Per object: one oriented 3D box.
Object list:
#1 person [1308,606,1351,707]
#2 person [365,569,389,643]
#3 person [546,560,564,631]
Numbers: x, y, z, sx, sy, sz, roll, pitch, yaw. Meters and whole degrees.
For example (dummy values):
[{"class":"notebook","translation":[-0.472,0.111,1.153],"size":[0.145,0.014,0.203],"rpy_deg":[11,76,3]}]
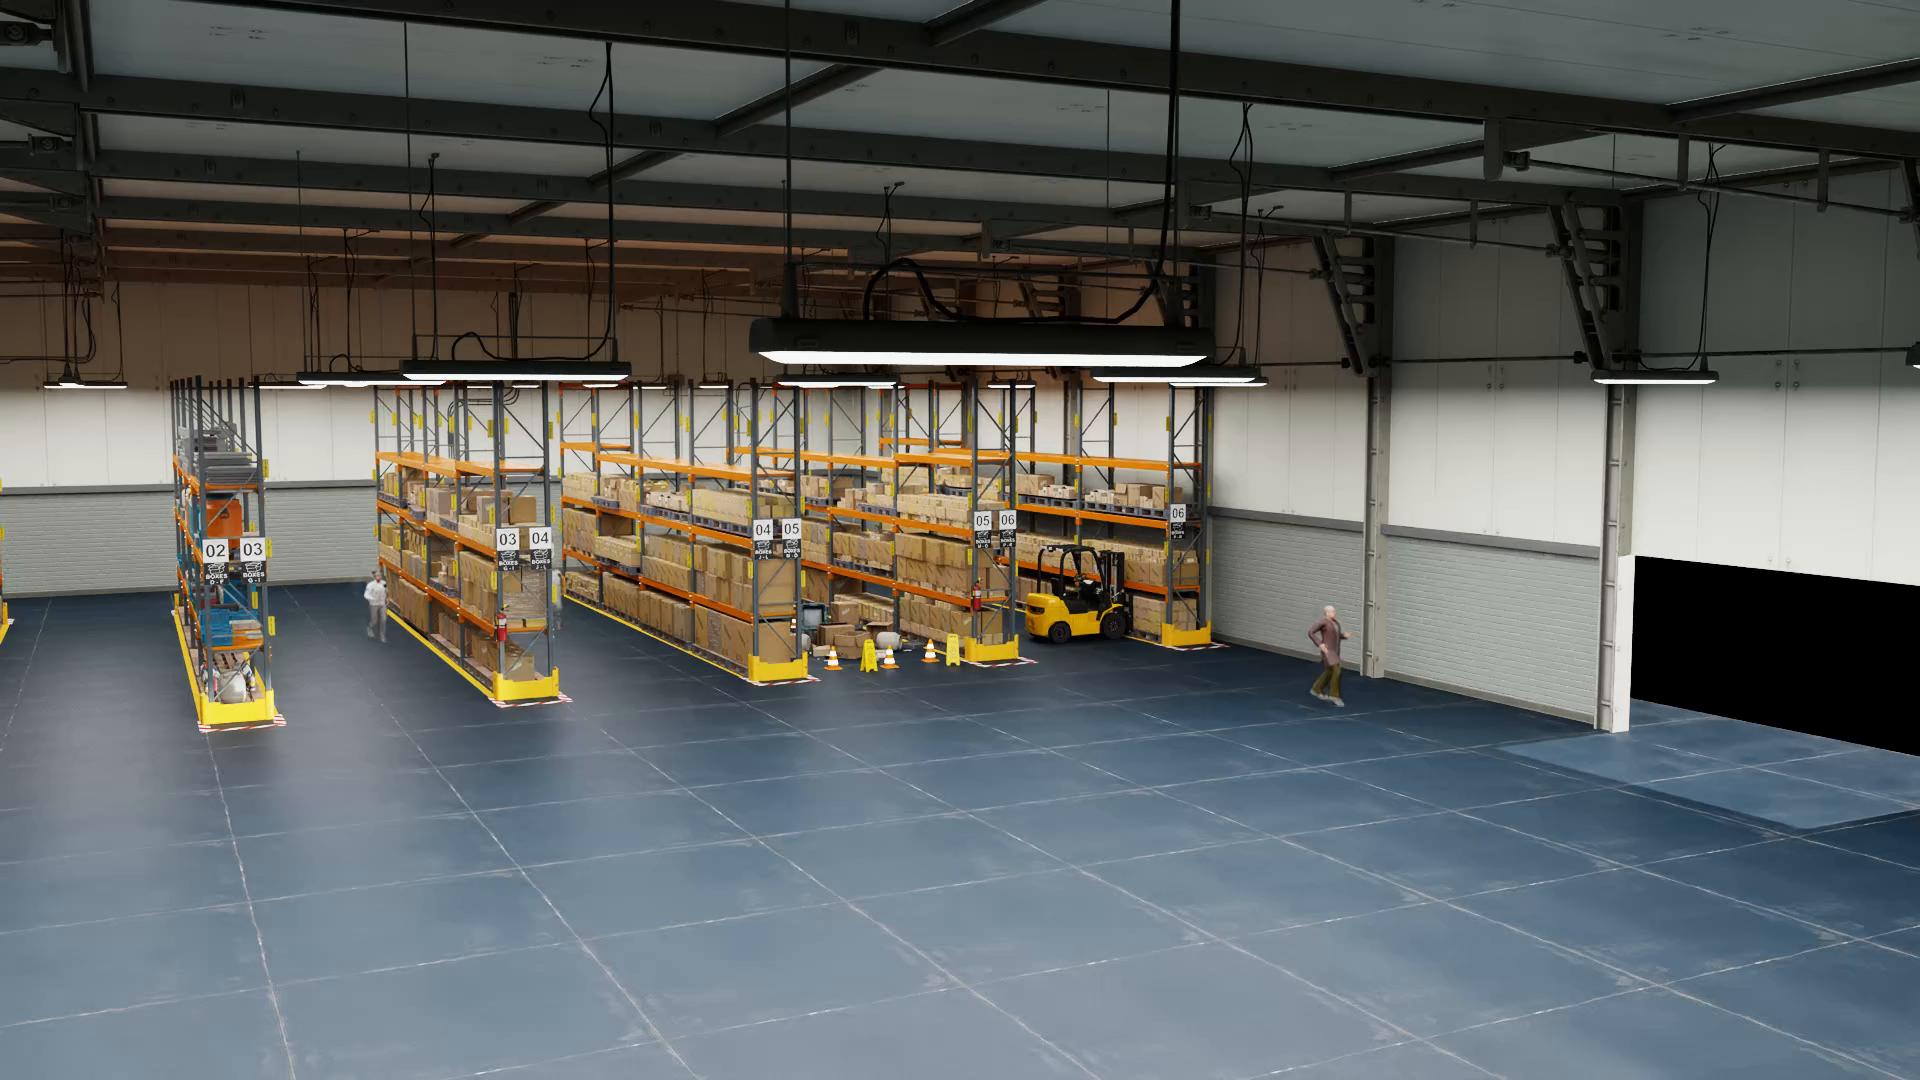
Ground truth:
[{"class":"person","translation":[6.775,2.121,30.499],"size":[0.818,1.842,0.686],"rpy_deg":[4,7,39]},{"class":"person","translation":[-13.368,1.493,38.156],"size":[0.600,1.681,0.892],"rpy_deg":[-4,6,-38]},{"class":"person","translation":[-9.820,1.351,40.082],"size":[0.614,1.744,0.740],"rpy_deg":[-3,6,-31]}]
